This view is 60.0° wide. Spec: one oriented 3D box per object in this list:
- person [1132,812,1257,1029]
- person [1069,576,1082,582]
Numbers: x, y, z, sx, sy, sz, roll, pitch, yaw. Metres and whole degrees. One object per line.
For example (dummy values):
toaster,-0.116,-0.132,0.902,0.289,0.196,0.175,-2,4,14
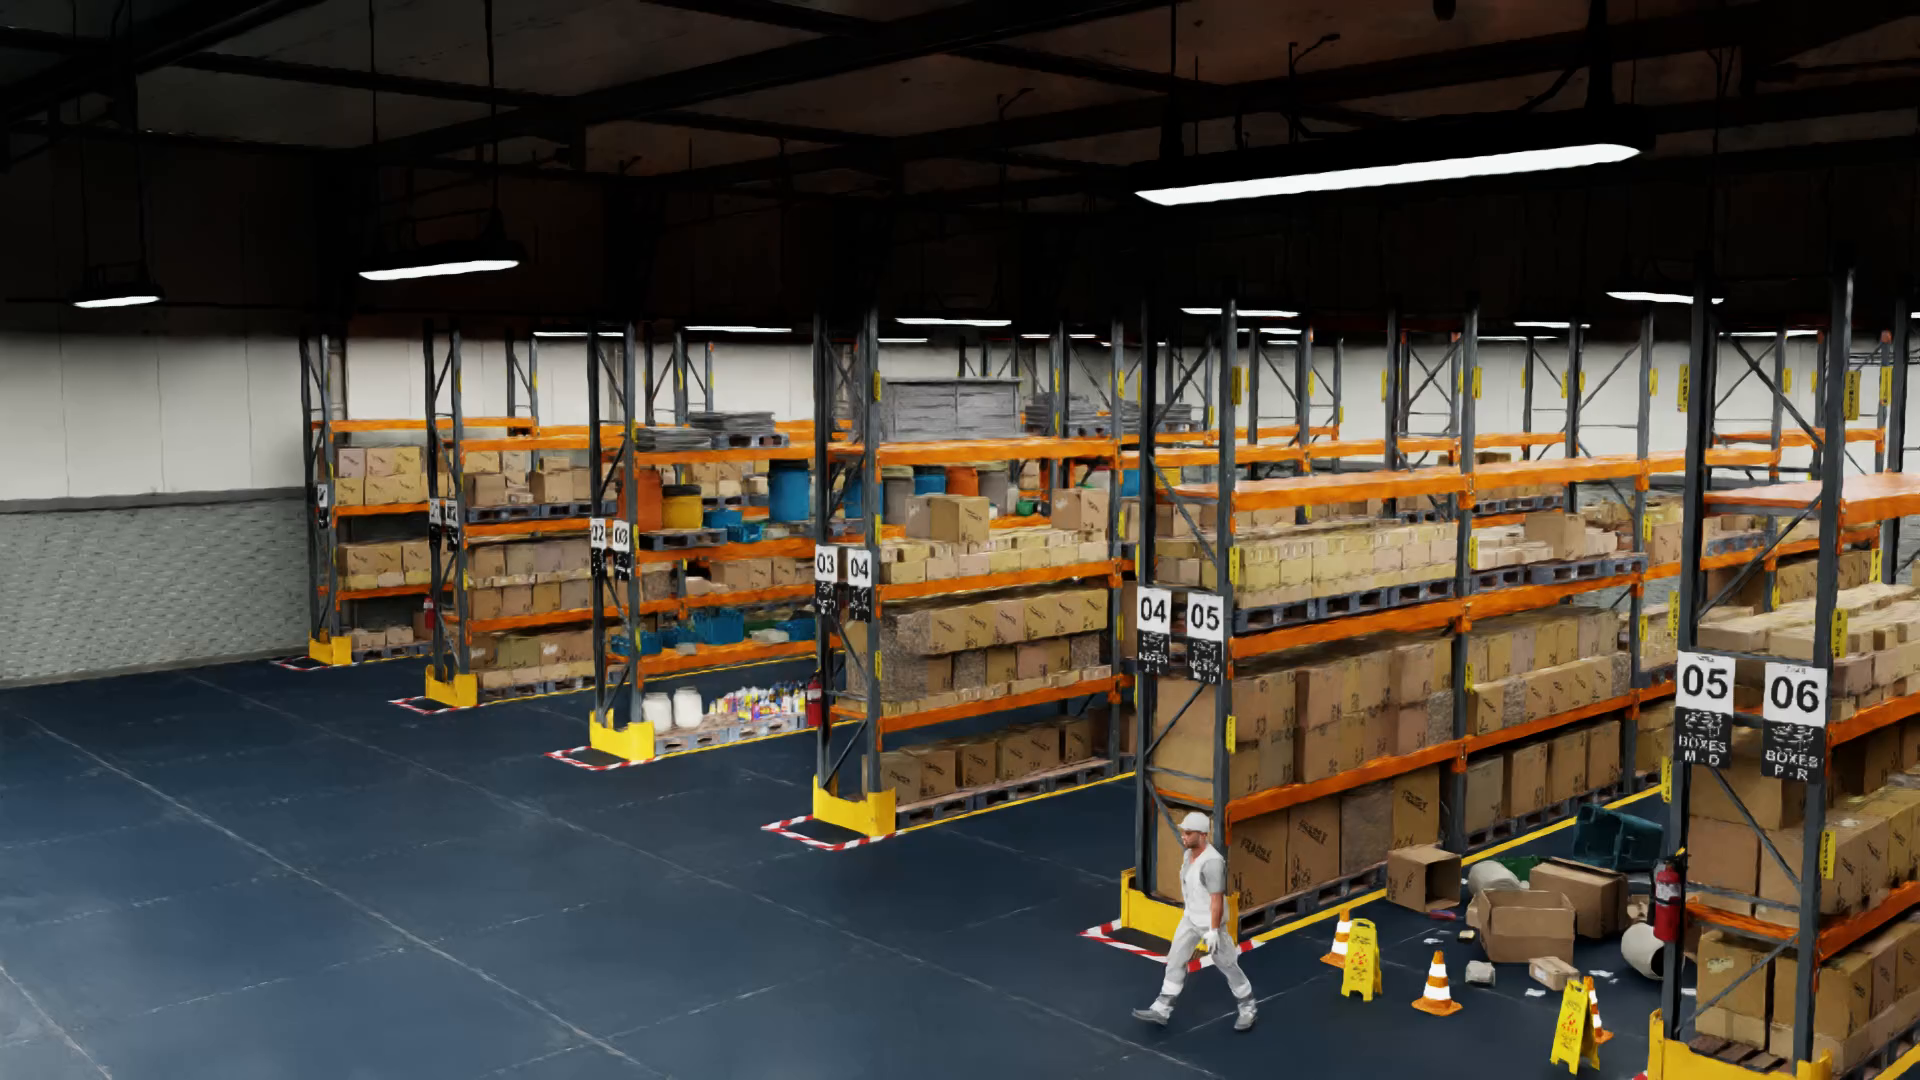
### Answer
person,1.873,2.984,13.046,0.958,1.744,0.591,-2,6,-20
person,2.071,1.212,30.690,0.549,1.735,0.702,-6,8,-44
